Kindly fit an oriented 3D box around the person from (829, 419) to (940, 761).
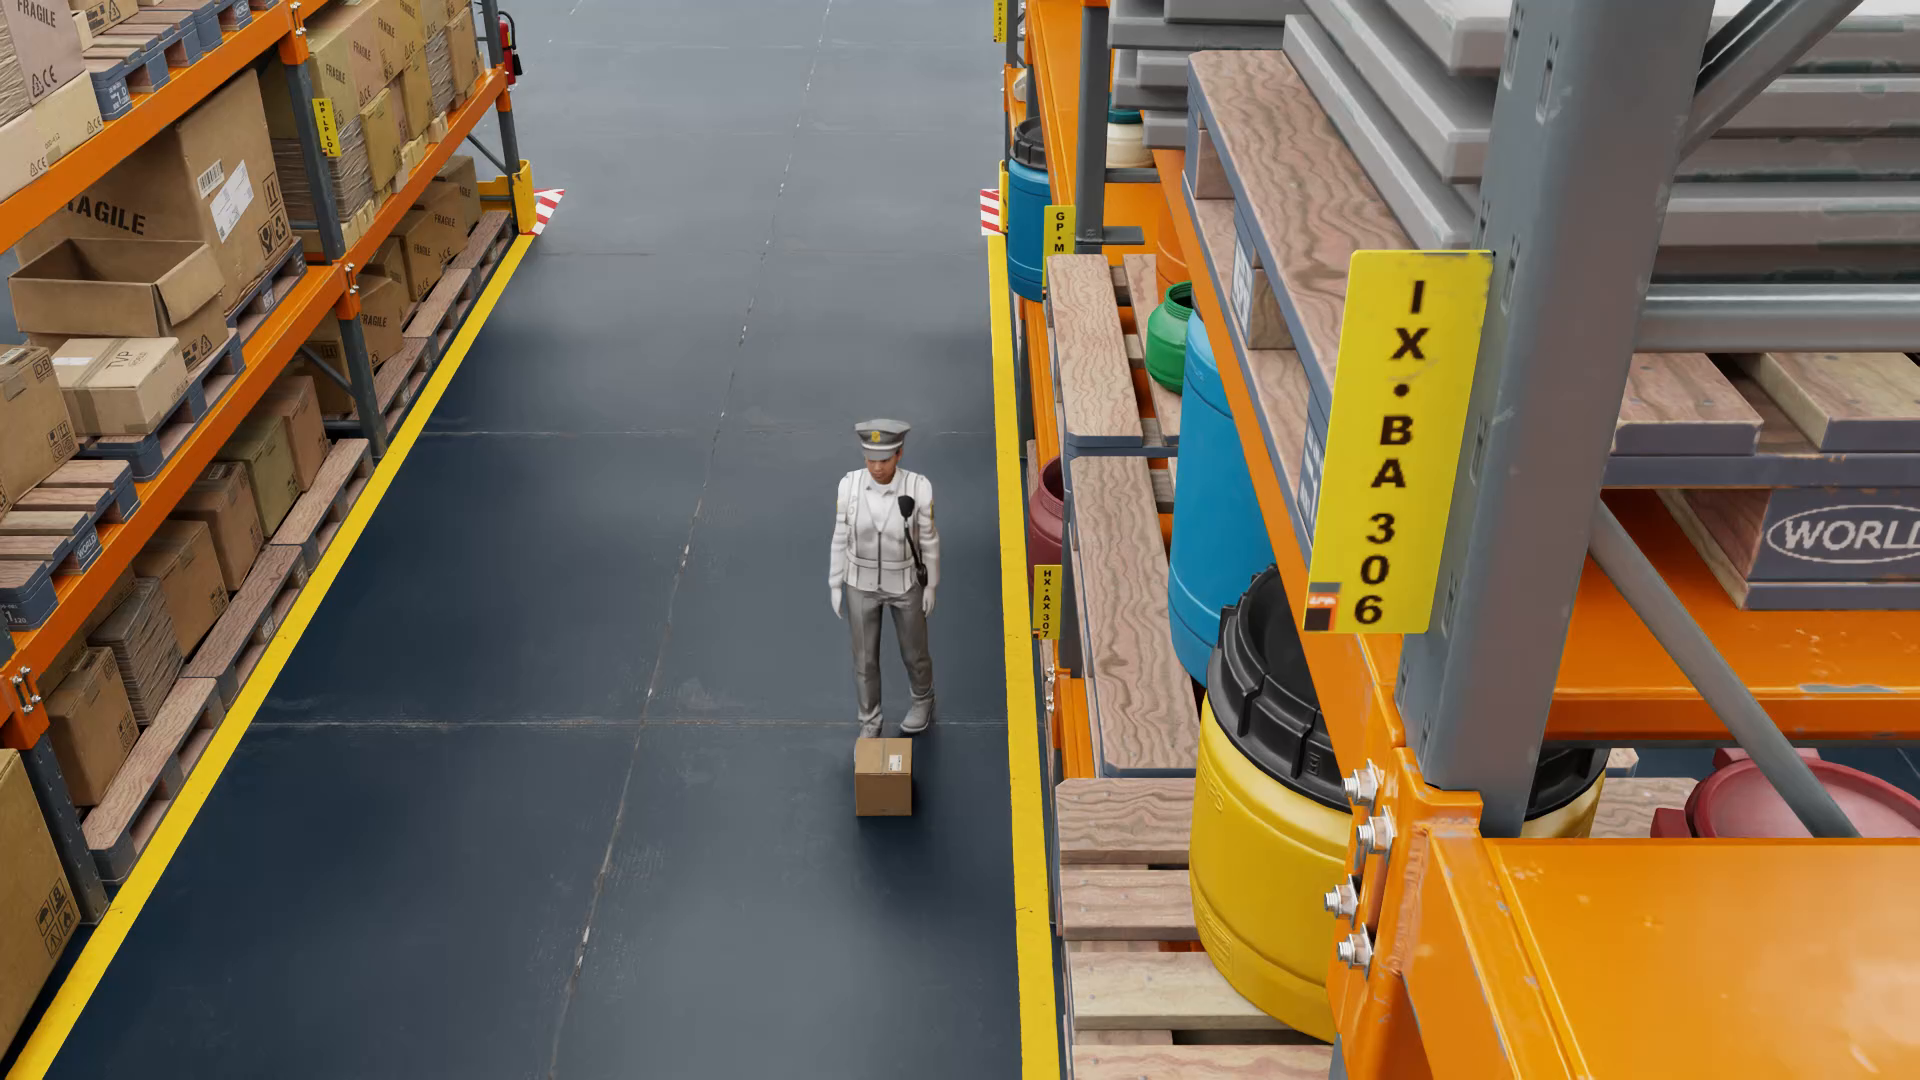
[{"bbox_3d":[-0.350,0.224,7.556,0.501,1.698,0.539,3,32,5],"label":"person"}]
